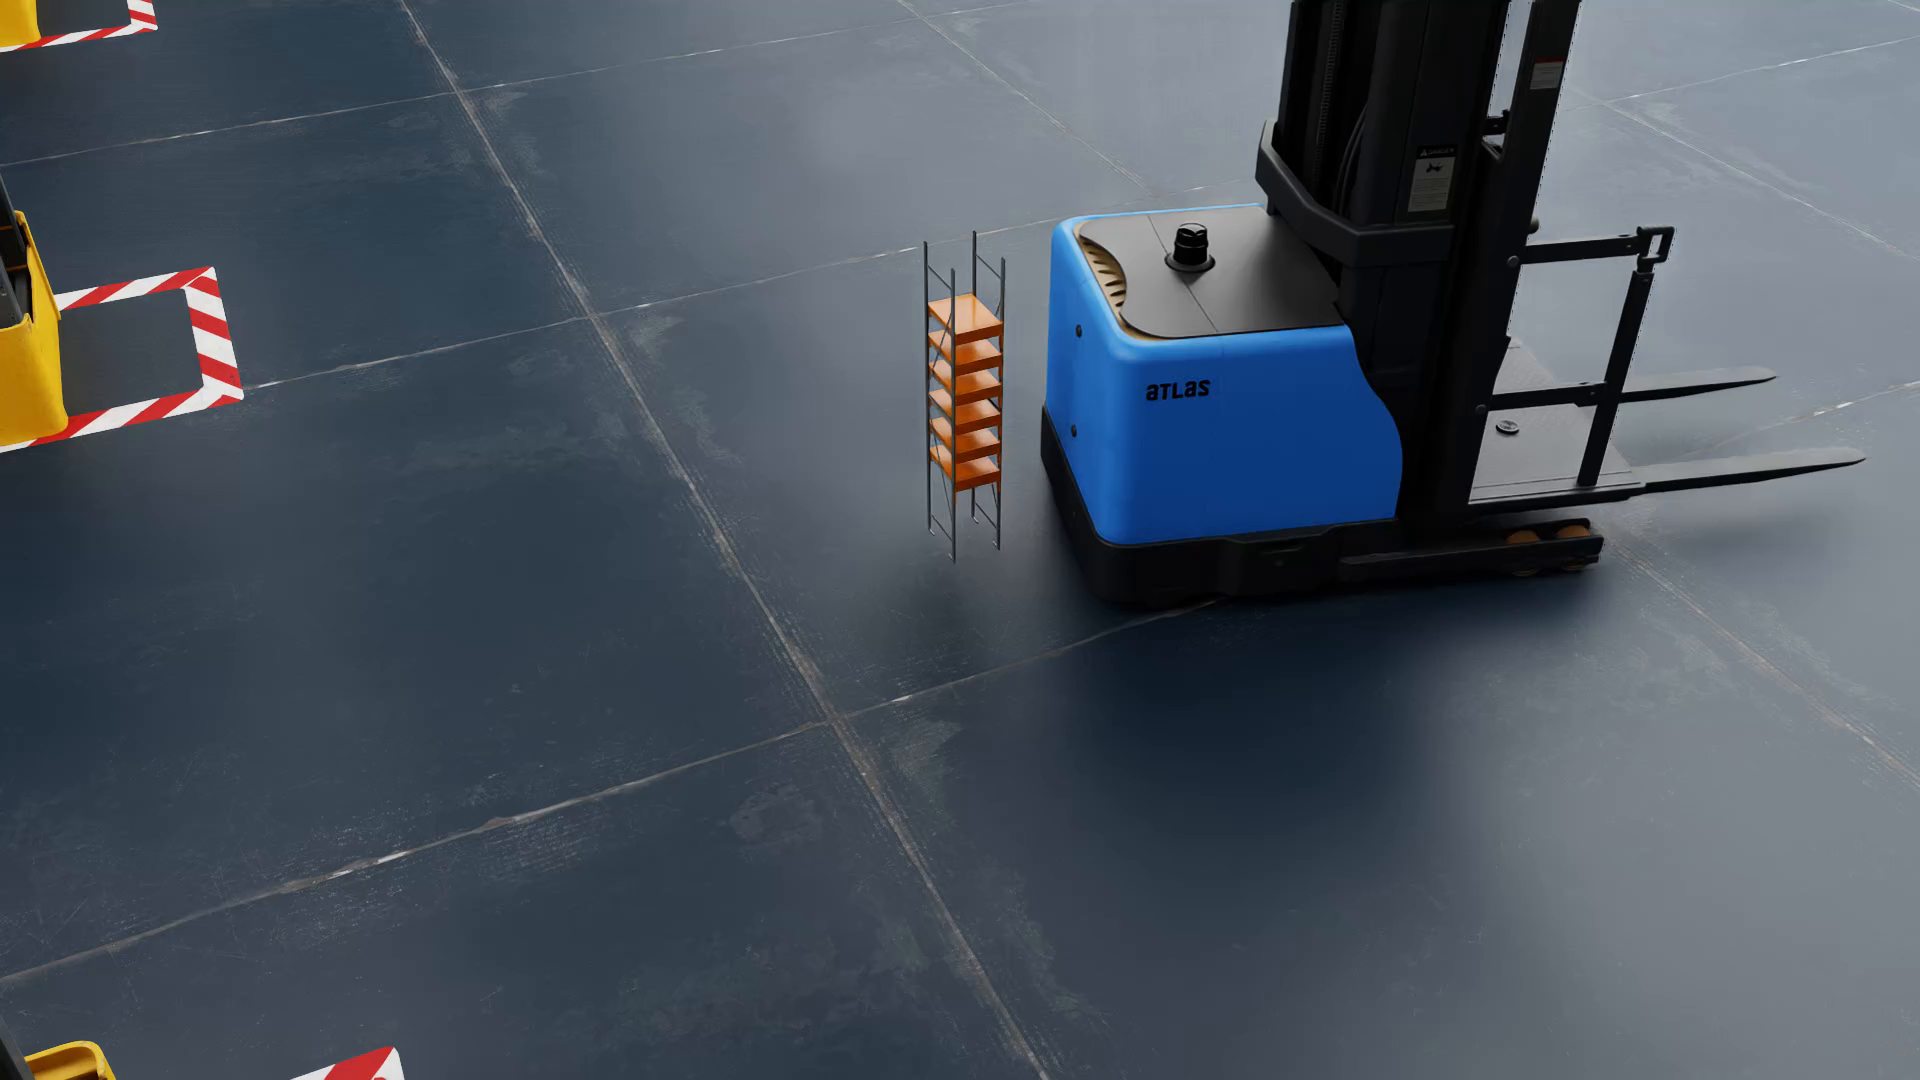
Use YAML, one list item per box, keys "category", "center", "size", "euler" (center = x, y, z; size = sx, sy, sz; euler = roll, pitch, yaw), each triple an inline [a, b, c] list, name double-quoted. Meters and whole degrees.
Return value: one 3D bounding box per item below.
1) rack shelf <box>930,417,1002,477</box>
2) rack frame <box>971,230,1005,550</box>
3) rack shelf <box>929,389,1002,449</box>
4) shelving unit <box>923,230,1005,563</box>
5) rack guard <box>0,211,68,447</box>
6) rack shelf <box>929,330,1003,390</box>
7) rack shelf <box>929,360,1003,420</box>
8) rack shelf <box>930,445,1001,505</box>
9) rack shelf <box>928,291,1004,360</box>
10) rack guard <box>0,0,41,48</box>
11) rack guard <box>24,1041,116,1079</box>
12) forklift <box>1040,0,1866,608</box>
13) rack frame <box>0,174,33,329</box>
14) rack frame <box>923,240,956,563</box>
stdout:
- category: "rack shelf"
  center: [0.013, -0.354, 5.995]
  size: [0.180, 0.103, 0.258]
  euler: [-16, 39, -20]
- category: "rack frame"
  center: [0.096, -0.509, 5.929]
  size: [0.006, 1.200, 0.240]
  euler: [-16, 39, -20]
- category: "rack shelf"
  center: [0.013, -0.450, 5.924]
  size: [0.180, 0.103, 0.258]
  euler: [-16, 39, -20]
- category: "shelving unit"
  center: [0.013, -0.486, 5.898]
  size: [0.189, 1.200, 0.258]
  euler: [-16, 39, -20]
- category: "rack guard"
  center: [-4.076, -0.916, 7.065]
  size: [0.348, 0.500, 1.175]
  euler: [-16, 39, -20]
- category: "rack shelf"
  center: [0.013, -0.643, 5.781]
  size: [0.180, 0.103, 0.258]
  euler: [-16, 39, -20]
- category: "rack shelf"
  center: [0.013, -0.546, 5.852]
  size: [0.180, 0.103, 0.258]
  euler: [-16, 39, -20]
- category: "rack shelf"
  center: [0.013, -0.257, 6.067]
  size: [0.180, 0.103, 0.258]
  euler: [-16, 39, -20]
- category: "rack shelf"
  center: [0.013, -0.739, 5.710]
  size: [0.180, 0.103, 0.258]
  euler: [-16, 39, -20]
- category: "rack guard"
  center: [-6.200, -3.612, 10.701]
  size: [0.348, 0.500, 1.175]
  euler: [-16, 39, -20]
- category: "rack guard"
  center: [-1.904, 1.706, 3.531]
  size: [0.348, 0.500, 1.175]
  euler: [-16, 39, -20]
- category: "forklift"
  center: [1.883, -1.351, 5.611]
  size: [3.031, 2.935, 1.130]
  euler: [-6, 37, -8]
- category: "rack frame"
  center: [-4.027, -1.965, 6.381]
  size: [0.127, 3.000, 1.000]
  euler: [-16, 39, -20]
- category: "rack frame"
  center: [-0.070, -0.462, 5.866]
  size: [0.006, 1.200, 0.240]
  euler: [-16, 39, -20]
